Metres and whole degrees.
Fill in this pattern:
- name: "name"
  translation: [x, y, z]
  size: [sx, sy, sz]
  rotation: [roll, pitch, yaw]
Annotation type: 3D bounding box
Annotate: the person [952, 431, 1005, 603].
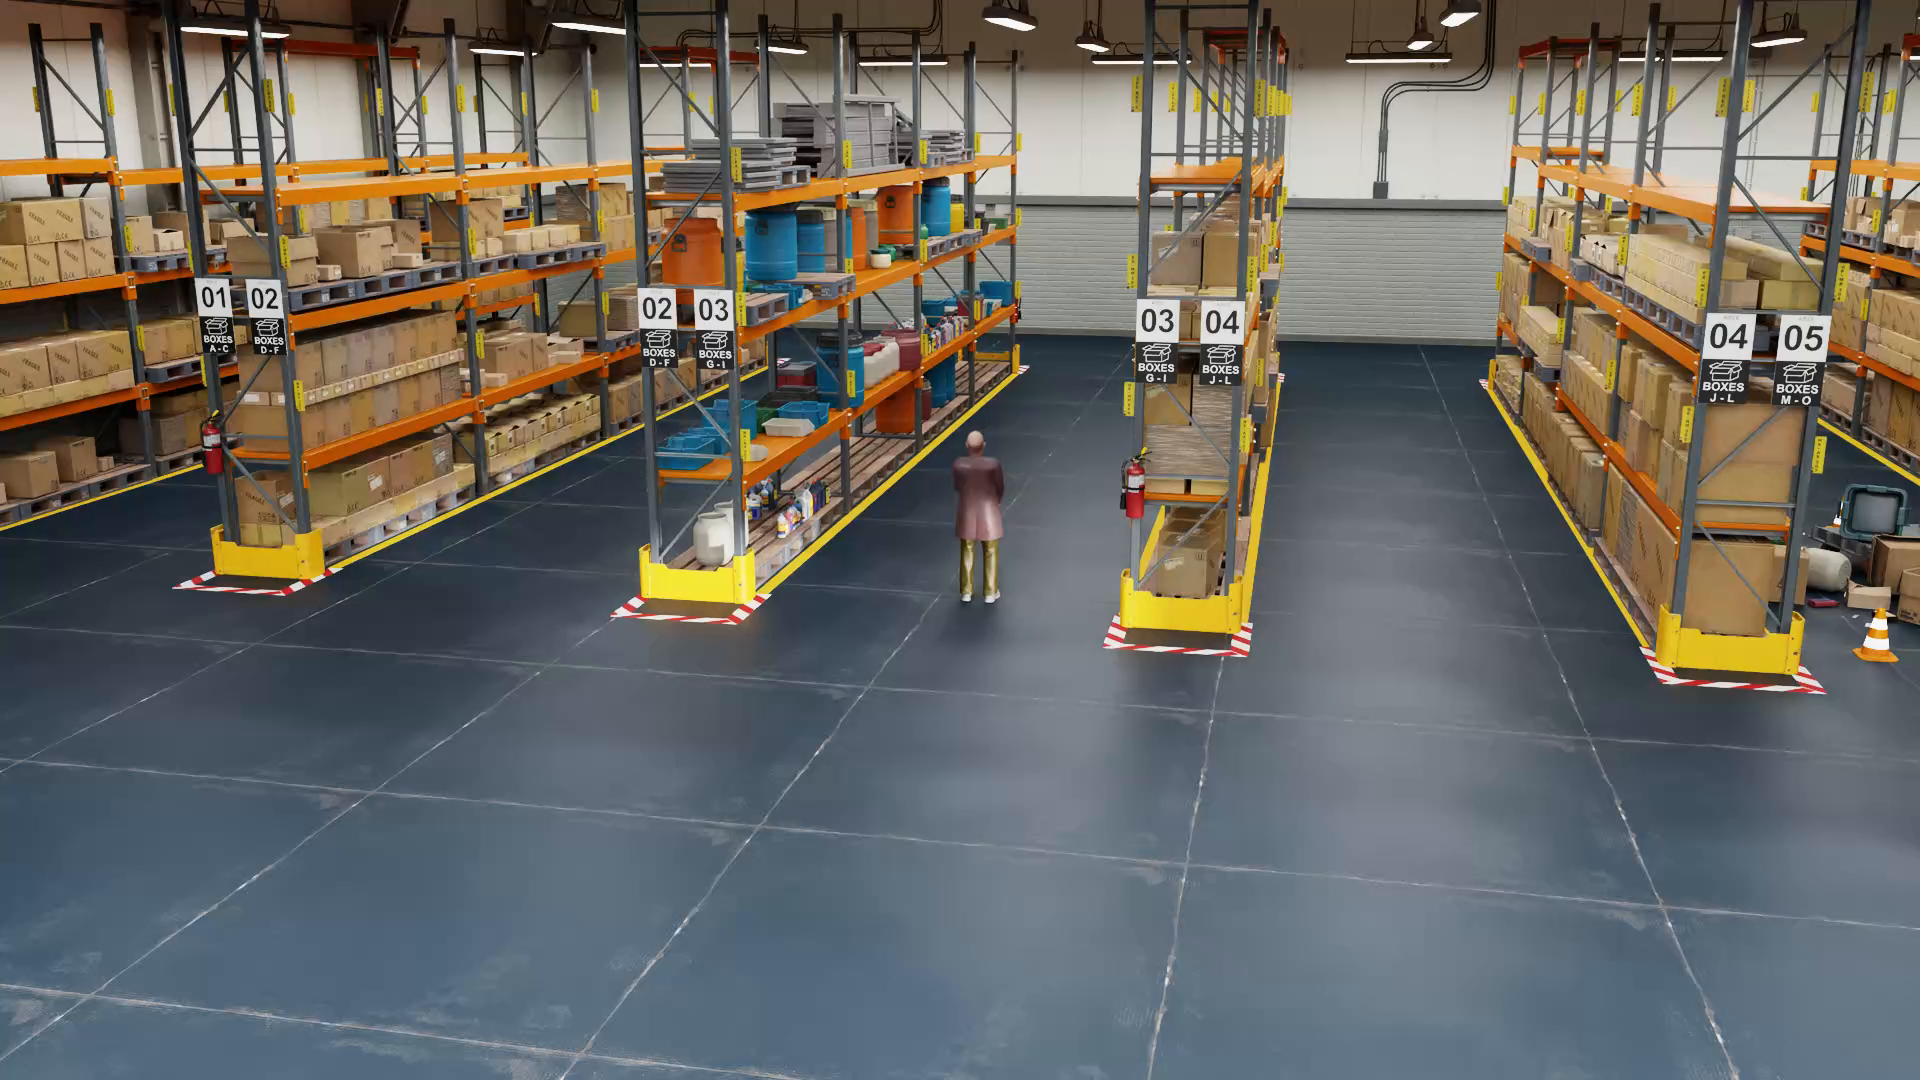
- name: "person"
  translation: [0.205, -0.272, 17.094]
  size: [0.533, 1.774, 0.554]
  rotation: [3, 15, 11]
